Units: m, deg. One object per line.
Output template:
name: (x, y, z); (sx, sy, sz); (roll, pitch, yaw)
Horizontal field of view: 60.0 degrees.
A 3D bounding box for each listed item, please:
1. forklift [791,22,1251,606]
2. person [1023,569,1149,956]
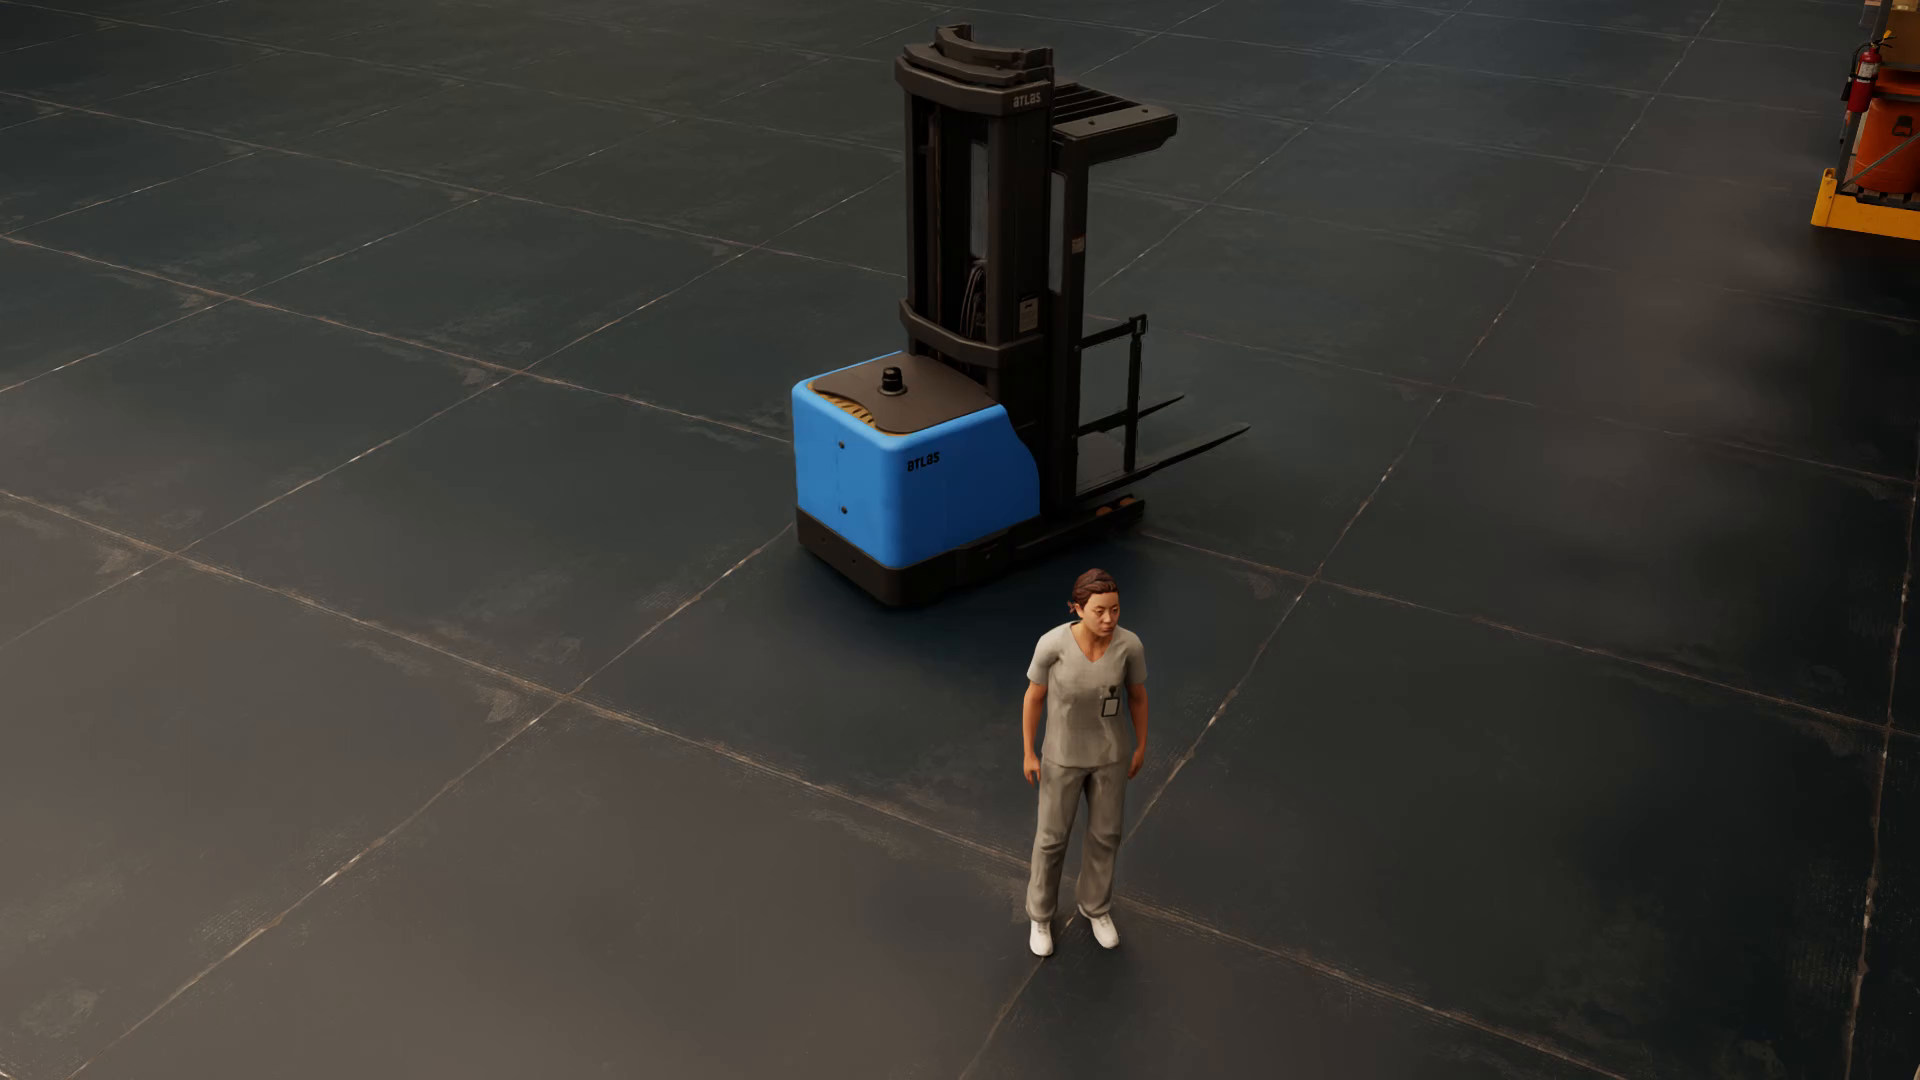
forklift: (0.503, -1.490, 9.652); (3.031, 2.935, 1.130); (-21, 36, -32)
person: (0.517, 0.904, 6.769); (0.525, 1.685, 0.493); (-4, 30, -6)
